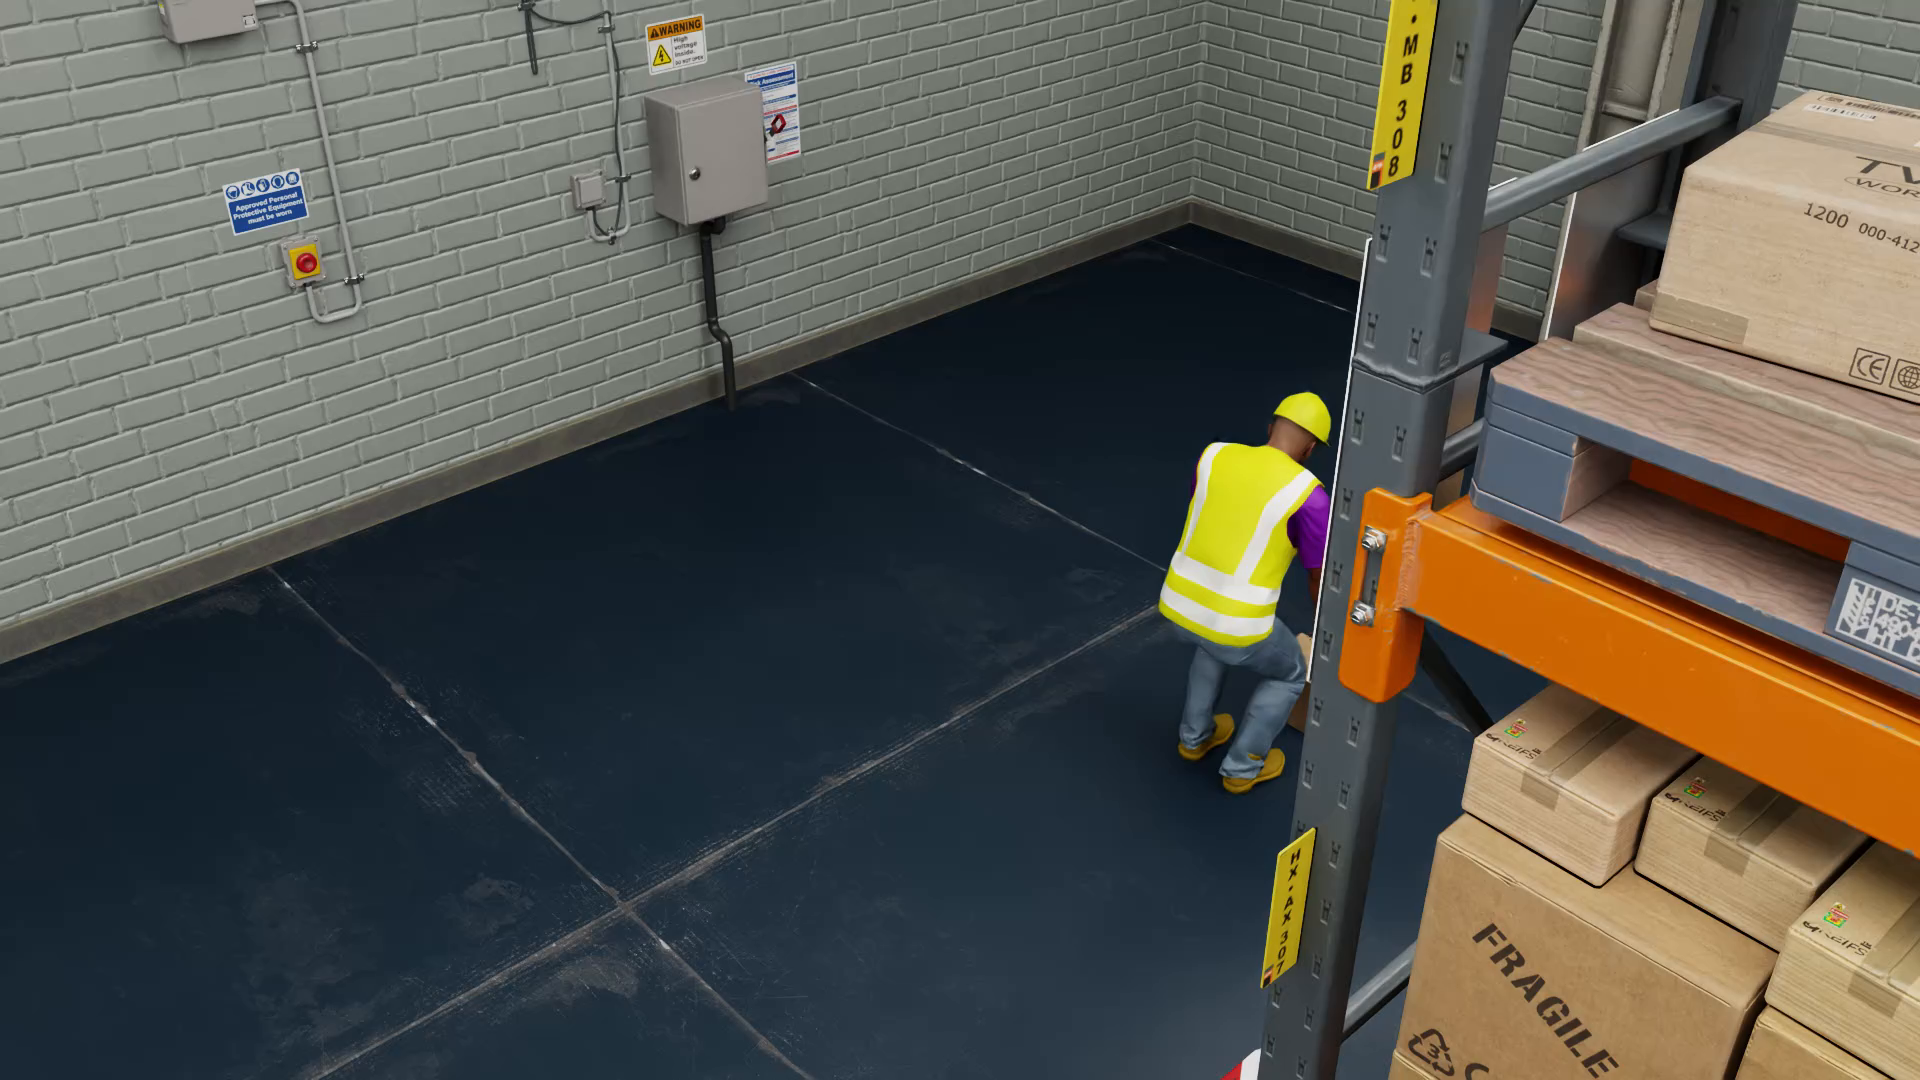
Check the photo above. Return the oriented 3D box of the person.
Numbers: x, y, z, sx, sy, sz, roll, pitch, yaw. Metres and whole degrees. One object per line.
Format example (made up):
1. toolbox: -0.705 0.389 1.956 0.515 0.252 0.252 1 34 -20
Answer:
1. person: 1.039 0.194 6.089 0.728 1.461 0.630 -26 40 -35
